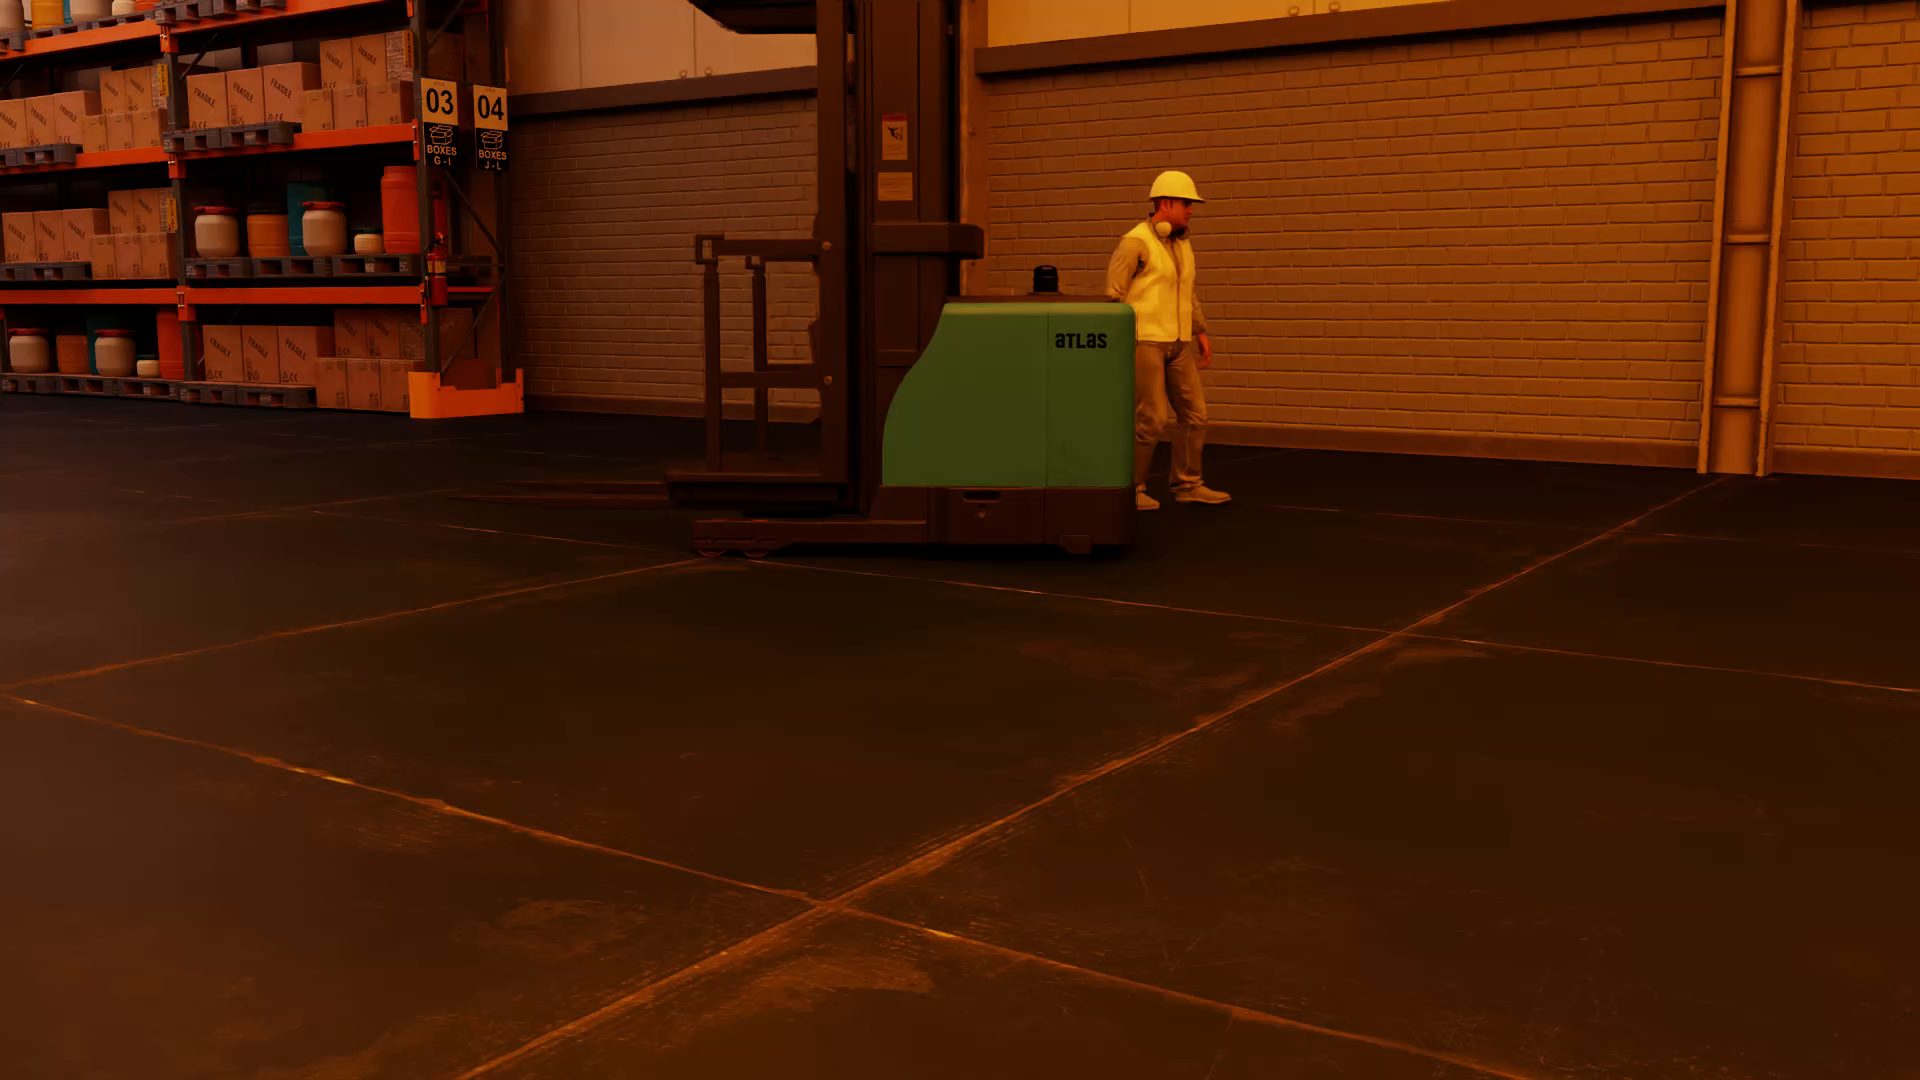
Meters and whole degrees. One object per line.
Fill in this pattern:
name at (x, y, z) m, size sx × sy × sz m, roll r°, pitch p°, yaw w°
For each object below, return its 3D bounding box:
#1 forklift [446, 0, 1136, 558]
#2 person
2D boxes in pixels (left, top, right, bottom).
forklift at (-0.736, -1.448, 7.378) m, size 3.031 × 2.935 × 1.130 m, roll 1°, pitch 8°, yaw 5°
person at (1.067, -1.034, 8.686) m, size 0.814 × 1.746 × 0.438 m, roll -8°, pitch 11°, yaw -44°
